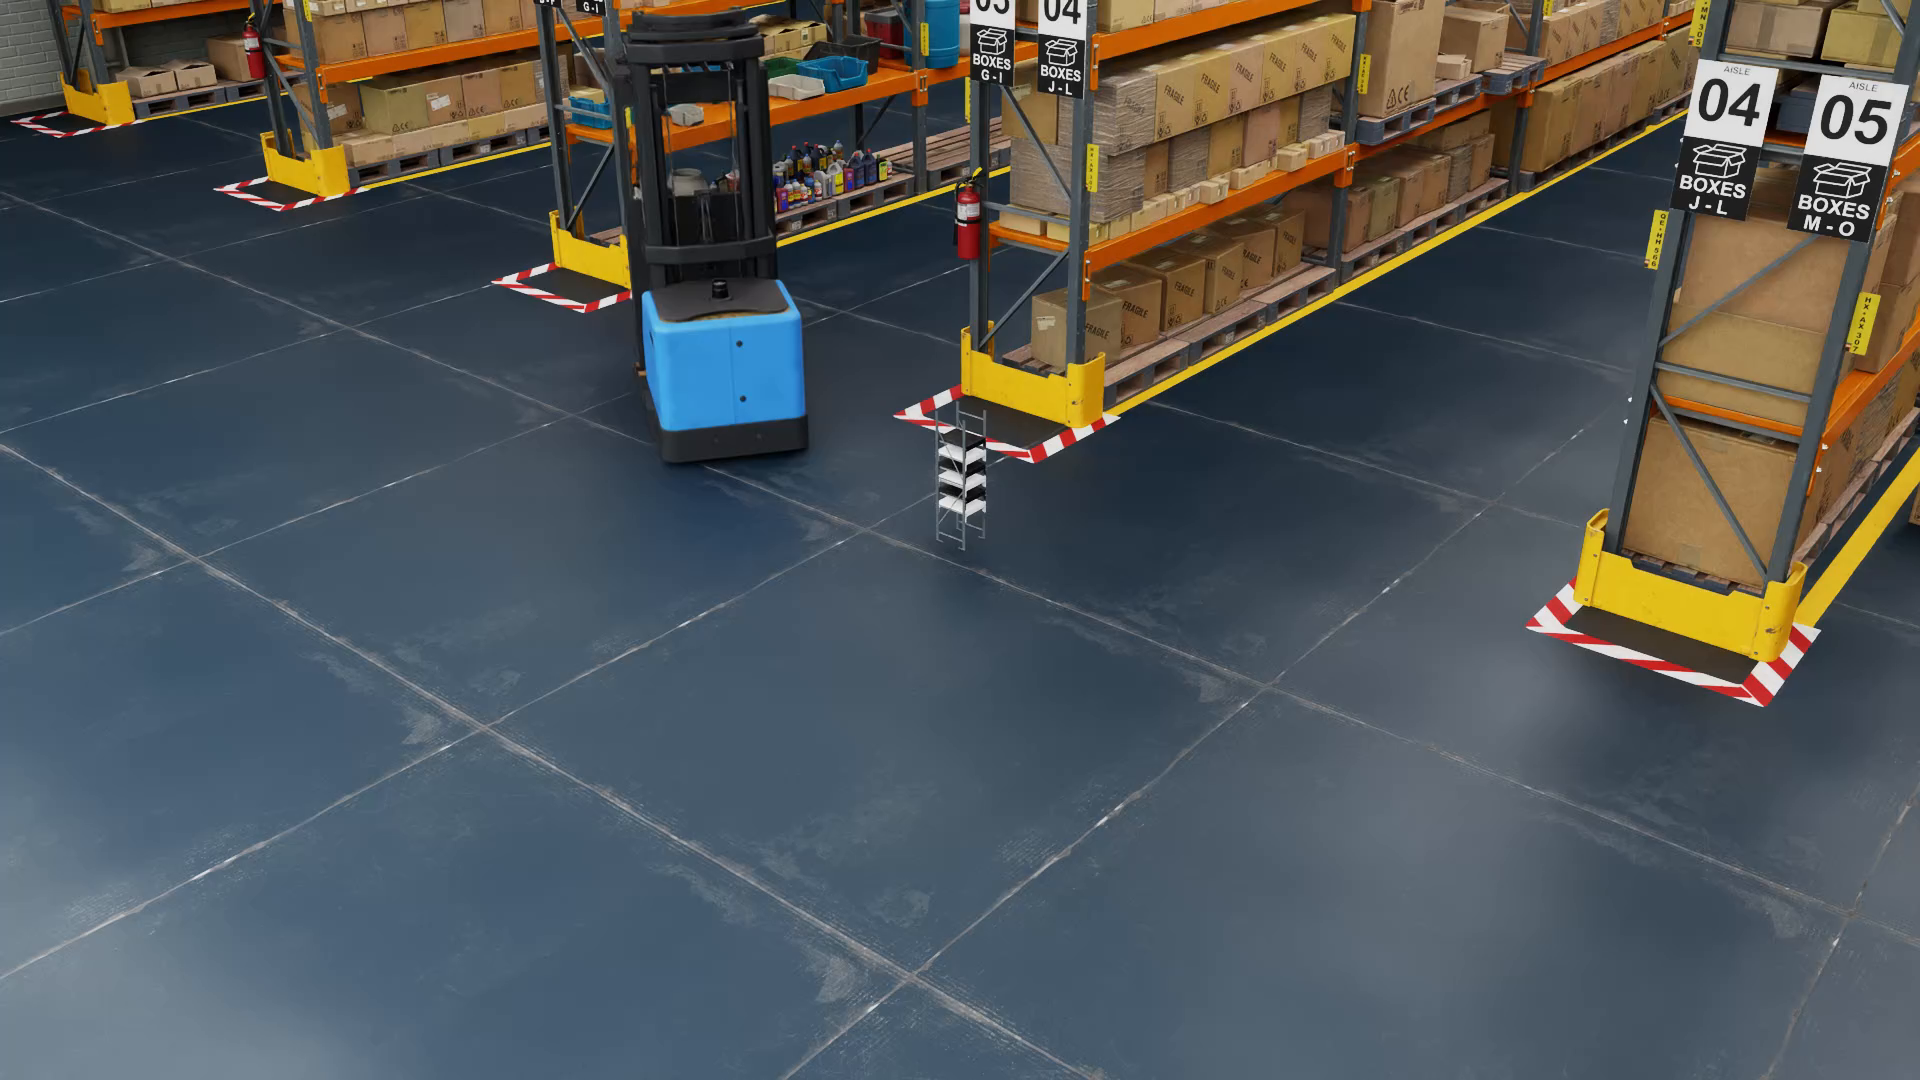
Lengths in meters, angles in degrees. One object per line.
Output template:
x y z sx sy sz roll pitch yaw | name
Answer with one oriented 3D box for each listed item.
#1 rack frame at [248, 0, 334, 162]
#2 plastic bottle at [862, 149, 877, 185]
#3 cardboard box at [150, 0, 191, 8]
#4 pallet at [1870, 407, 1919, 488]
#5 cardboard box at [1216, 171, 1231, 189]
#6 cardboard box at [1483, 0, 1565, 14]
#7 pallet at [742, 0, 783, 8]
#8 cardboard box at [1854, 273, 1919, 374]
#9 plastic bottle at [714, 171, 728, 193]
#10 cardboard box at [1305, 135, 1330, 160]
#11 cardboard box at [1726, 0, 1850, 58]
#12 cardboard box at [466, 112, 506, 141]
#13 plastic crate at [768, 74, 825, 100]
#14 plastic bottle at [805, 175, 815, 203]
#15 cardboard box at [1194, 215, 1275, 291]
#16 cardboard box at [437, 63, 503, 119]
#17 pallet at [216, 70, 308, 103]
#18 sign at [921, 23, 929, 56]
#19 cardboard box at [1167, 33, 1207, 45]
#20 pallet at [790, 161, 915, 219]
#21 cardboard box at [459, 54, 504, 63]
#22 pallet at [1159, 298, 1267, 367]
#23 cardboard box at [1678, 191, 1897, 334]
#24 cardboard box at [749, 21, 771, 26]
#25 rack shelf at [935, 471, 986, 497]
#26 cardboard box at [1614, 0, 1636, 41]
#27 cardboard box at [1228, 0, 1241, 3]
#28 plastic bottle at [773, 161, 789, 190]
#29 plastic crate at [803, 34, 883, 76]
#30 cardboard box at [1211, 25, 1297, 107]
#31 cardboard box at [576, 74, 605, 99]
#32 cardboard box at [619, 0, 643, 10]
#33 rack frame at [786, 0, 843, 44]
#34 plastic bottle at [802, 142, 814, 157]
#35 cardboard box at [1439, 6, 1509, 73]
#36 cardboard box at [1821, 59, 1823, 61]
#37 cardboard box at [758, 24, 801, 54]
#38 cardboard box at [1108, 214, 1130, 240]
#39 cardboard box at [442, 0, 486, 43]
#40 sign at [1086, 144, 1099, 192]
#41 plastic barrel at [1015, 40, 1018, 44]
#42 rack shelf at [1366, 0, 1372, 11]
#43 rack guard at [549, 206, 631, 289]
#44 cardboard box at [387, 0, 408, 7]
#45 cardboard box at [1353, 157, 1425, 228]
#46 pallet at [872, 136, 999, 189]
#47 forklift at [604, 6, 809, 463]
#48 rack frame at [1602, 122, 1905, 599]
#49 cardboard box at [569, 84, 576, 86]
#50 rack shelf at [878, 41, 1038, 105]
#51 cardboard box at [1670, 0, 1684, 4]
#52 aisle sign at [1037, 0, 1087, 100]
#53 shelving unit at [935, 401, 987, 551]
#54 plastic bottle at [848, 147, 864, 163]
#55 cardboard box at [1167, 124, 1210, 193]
-7.147 -5.249 17.632 1.000 3.000 0.127 21 34 34 | rack frame
-0.970 -3.925 17.476 0.144 0.351 0.185 20 33 33 | plastic bottle
-10.097 -6.906 20.977 0.500 0.250 0.500 20 33 33 | cardboard box
6.258 -0.800 12.067 1.003 0.211 1.213 21 34 34 | pallet
1.946 -2.903 13.371 0.380 0.149 0.250 21 34 34 | cardboard box
6.061 -5.934 17.755 0.797 0.503 0.637 22 35 36 | cardboard box
-3.771 -9.416 28.722 1.003 0.211 1.213 21 34 34 | pallet
5.245 -1.442 10.109 0.875 0.550 0.550 21 34 34 | cardboard box
-2.437 -3.615 16.951 0.061 0.283 0.133 22 34 36 | plastic bottle
2.963 -3.411 14.353 0.380 0.149 0.250 21 34 34 | cardboard box
4.354 -2.751 8.813 0.500 0.250 0.500 21 34 35 | cardboard box
-5.679 -4.871 19.437 0.500 0.250 0.500 21 34 34 | cardboard box
-1.620 -4.452 16.377 0.530 0.136 0.437 21 34 34 | plastic crate
-1.523 -3.564 16.866 0.097 0.271 0.097 0 27 0 | plastic bottle
2.395 -2.512 14.604 0.500 0.500 0.500 -16 31 -28 | cardboard box
-5.678 -5.204 19.264 0.500 0.500 0.500 21 34 34 | cardboard box
-9.603 -6.192 22.490 1.003 0.211 1.213 21 34 34 | pallet
-0.365 -5.177 17.191 0.100 0.325 0.005 21 34 34 | sign
1.612 -3.771 13.254 0.500 0.500 0.500 21 34 34 | cardboard box
-1.242 -3.754 17.777 1.003 0.211 1.213 21 34 34 | pallet
-5.775 -5.538 19.910 0.500 0.500 0.500 21 34 34 | cardboard box
1.864 -1.849 14.095 1.003 0.211 1.213 21 34 34 | pallet
4.524 -1.534 9.112 0.875 0.550 0.550 21 34 34 | cardboard box
-2.946 -7.011 22.964 0.500 0.311 0.500 20 33 33 | cardboard box
0.005 -0.373 10.564 0.258 0.077 0.200 21 34 34 | rack shelf
7.394 -6.045 19.062 0.500 0.500 0.500 20 34 34 | cardboard box
1.969 -4.259 12.616 0.500 0.250 0.500 22 35 36 | cardboard box
-1.876 -3.787 17.292 0.152 0.276 0.135 21 34 34 | plastic bottle
-1.214 -5.042 17.300 0.767 0.338 0.504 21 34 34 | plastic crate
2.330 -3.797 13.304 0.500 0.500 0.500 21 34 34 | cardboard box
-4.562 -5.864 21.357 0.500 0.250 0.500 20 34 34 | cardboard box
-4.323 -6.788 20.770 0.500 0.250 0.500 23 35 37 | cardboard box
-2.058 -8.086 23.115 1.000 3.000 0.127 21 34 34 | rack frame
-1.616 -4.072 17.762 0.144 0.351 0.185 22 34 36 | plastic bottle
4.993 -4.990 16.565 0.500 0.500 0.700 -22 35 -36 | cardboard box
4.693 -2.806 9.352 0.380 0.149 0.250 21 34 35 | cardboard box
-2.527 -6.856 22.664 0.500 0.311 0.500 20 34 34 | cardboard box
1.034 -2.355 12.312 0.380 0.149 0.250 21 34 34 | cardboard box
-5.857 -6.005 18.985 0.700 0.500 0.500 22 35 36 | cardboard box
0.914 -2.579 11.528 0.100 0.325 0.005 21 34 34 | sign
0.462 -5.814 18.576 0.433 0.535 0.433 0 27 0 | plastic barrel
4.311 -5.493 15.621 1.077 0.370 4.000 21 34 34 | rack shelf
-3.315 -2.731 15.484 1.175 0.500 0.348 21 34 34 | rack guard
-6.243 -5.929 18.132 0.380 0.149 0.250 20 34 34 | cardboard box
4.120 -3.430 16.356 0.700 0.500 0.500 18 32 30 | cardboard box
-0.313 -4.270 18.774 1.003 0.211 1.213 21 34 34 | pallet
-1.968 -2.500 12.393 1.130 2.935 3.031 -7 28 -14 | forklift
4.258 -0.867 9.162 1.000 3.000 0.127 21 34 34 | rack frame
-5.131 -5.557 20.762 0.500 0.250 0.500 21 34 34 | cardboard box
0.489 -5.608 19.109 1.077 0.370 4.000 21 34 34 | rack shelf
8.629 -6.763 20.398 0.500 0.250 0.500 20 33 34 | cardboard box
0.687 -3.398 11.224 0.394 0.787 0.004 21 34 34 | aisle sign
0.005 -0.403 10.549 0.258 0.900 0.210 21 34 34 | shelving unit
-1.081 -3.967 17.558 0.144 0.351 0.185 21 34 34 | plastic bottle
1.443 -3.093 13.032 0.875 0.500 0.500 21 34 34 | cardboard box
